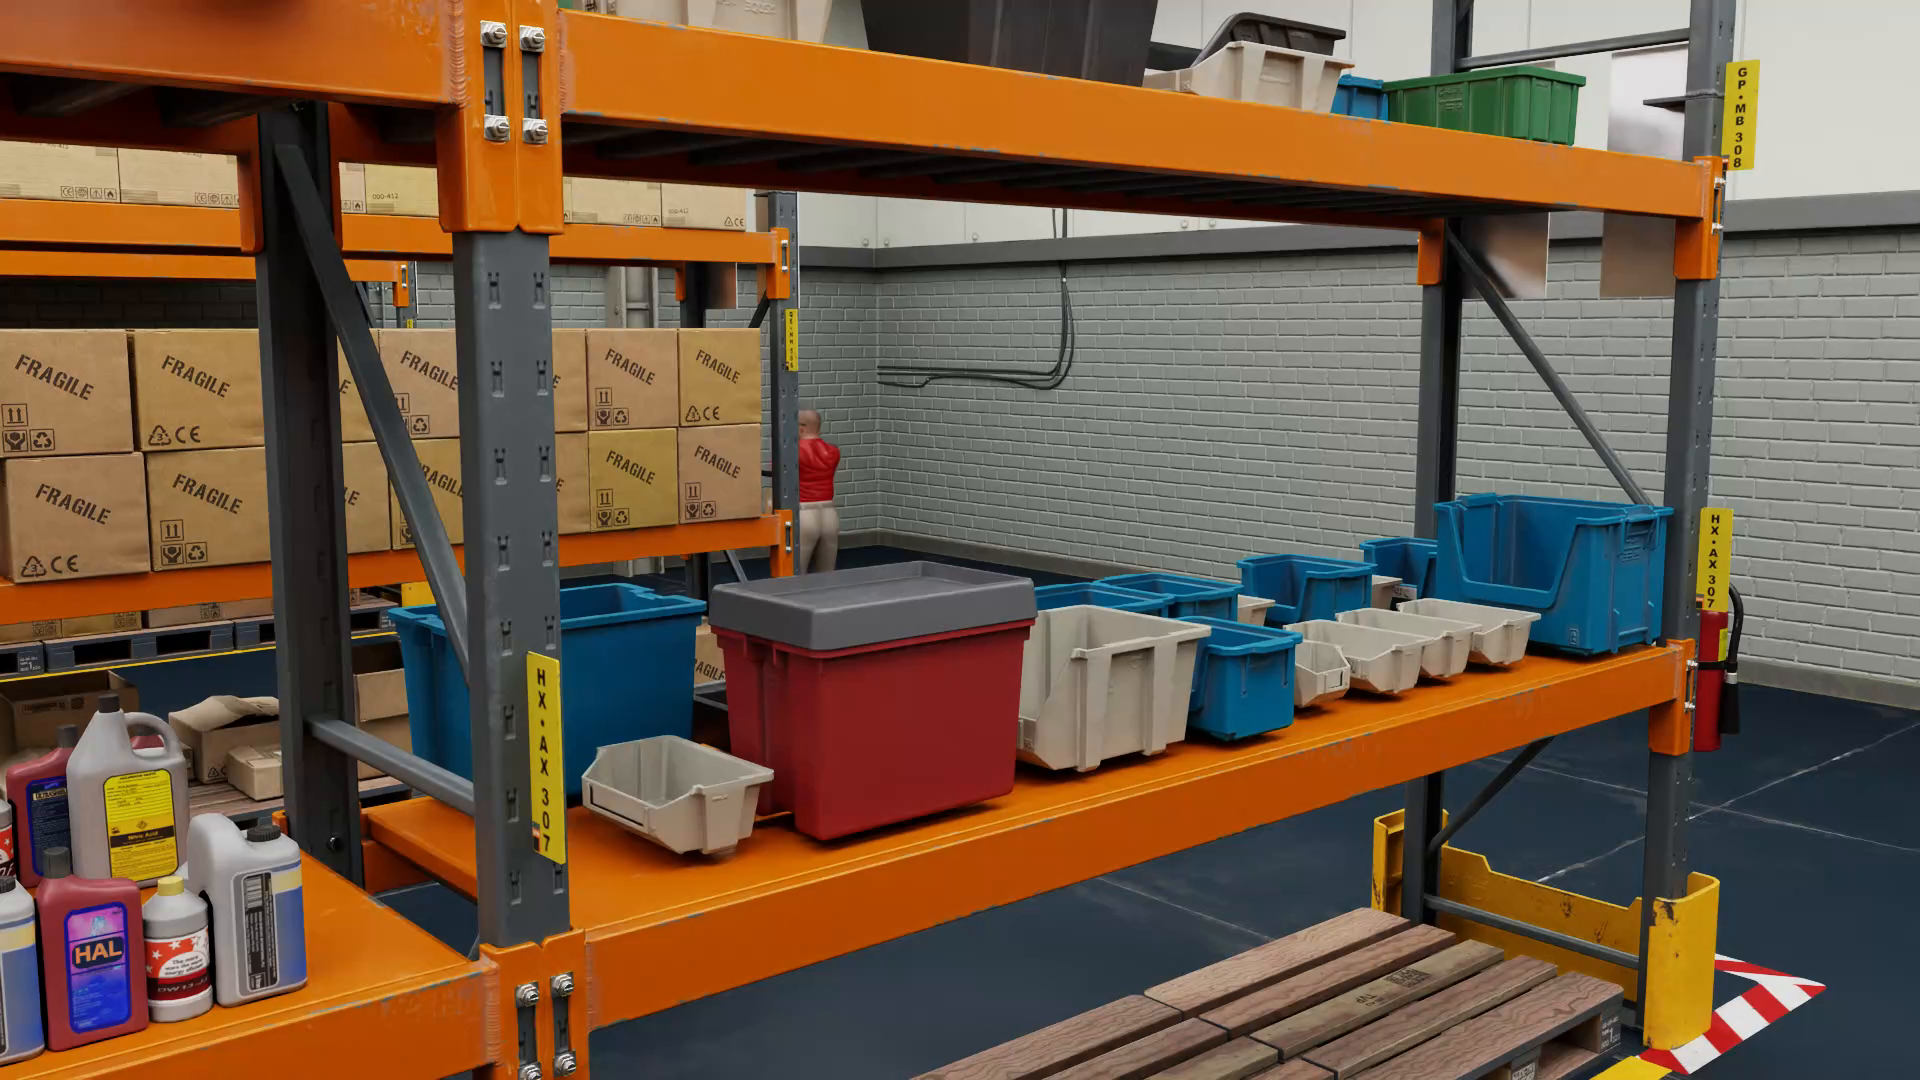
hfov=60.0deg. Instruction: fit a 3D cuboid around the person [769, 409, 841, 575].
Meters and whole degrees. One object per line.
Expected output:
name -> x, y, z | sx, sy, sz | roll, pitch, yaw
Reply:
person -> -1.163, -0.098, 12.148 | 0.490, 1.722, 0.540 | -6, 10, -40
